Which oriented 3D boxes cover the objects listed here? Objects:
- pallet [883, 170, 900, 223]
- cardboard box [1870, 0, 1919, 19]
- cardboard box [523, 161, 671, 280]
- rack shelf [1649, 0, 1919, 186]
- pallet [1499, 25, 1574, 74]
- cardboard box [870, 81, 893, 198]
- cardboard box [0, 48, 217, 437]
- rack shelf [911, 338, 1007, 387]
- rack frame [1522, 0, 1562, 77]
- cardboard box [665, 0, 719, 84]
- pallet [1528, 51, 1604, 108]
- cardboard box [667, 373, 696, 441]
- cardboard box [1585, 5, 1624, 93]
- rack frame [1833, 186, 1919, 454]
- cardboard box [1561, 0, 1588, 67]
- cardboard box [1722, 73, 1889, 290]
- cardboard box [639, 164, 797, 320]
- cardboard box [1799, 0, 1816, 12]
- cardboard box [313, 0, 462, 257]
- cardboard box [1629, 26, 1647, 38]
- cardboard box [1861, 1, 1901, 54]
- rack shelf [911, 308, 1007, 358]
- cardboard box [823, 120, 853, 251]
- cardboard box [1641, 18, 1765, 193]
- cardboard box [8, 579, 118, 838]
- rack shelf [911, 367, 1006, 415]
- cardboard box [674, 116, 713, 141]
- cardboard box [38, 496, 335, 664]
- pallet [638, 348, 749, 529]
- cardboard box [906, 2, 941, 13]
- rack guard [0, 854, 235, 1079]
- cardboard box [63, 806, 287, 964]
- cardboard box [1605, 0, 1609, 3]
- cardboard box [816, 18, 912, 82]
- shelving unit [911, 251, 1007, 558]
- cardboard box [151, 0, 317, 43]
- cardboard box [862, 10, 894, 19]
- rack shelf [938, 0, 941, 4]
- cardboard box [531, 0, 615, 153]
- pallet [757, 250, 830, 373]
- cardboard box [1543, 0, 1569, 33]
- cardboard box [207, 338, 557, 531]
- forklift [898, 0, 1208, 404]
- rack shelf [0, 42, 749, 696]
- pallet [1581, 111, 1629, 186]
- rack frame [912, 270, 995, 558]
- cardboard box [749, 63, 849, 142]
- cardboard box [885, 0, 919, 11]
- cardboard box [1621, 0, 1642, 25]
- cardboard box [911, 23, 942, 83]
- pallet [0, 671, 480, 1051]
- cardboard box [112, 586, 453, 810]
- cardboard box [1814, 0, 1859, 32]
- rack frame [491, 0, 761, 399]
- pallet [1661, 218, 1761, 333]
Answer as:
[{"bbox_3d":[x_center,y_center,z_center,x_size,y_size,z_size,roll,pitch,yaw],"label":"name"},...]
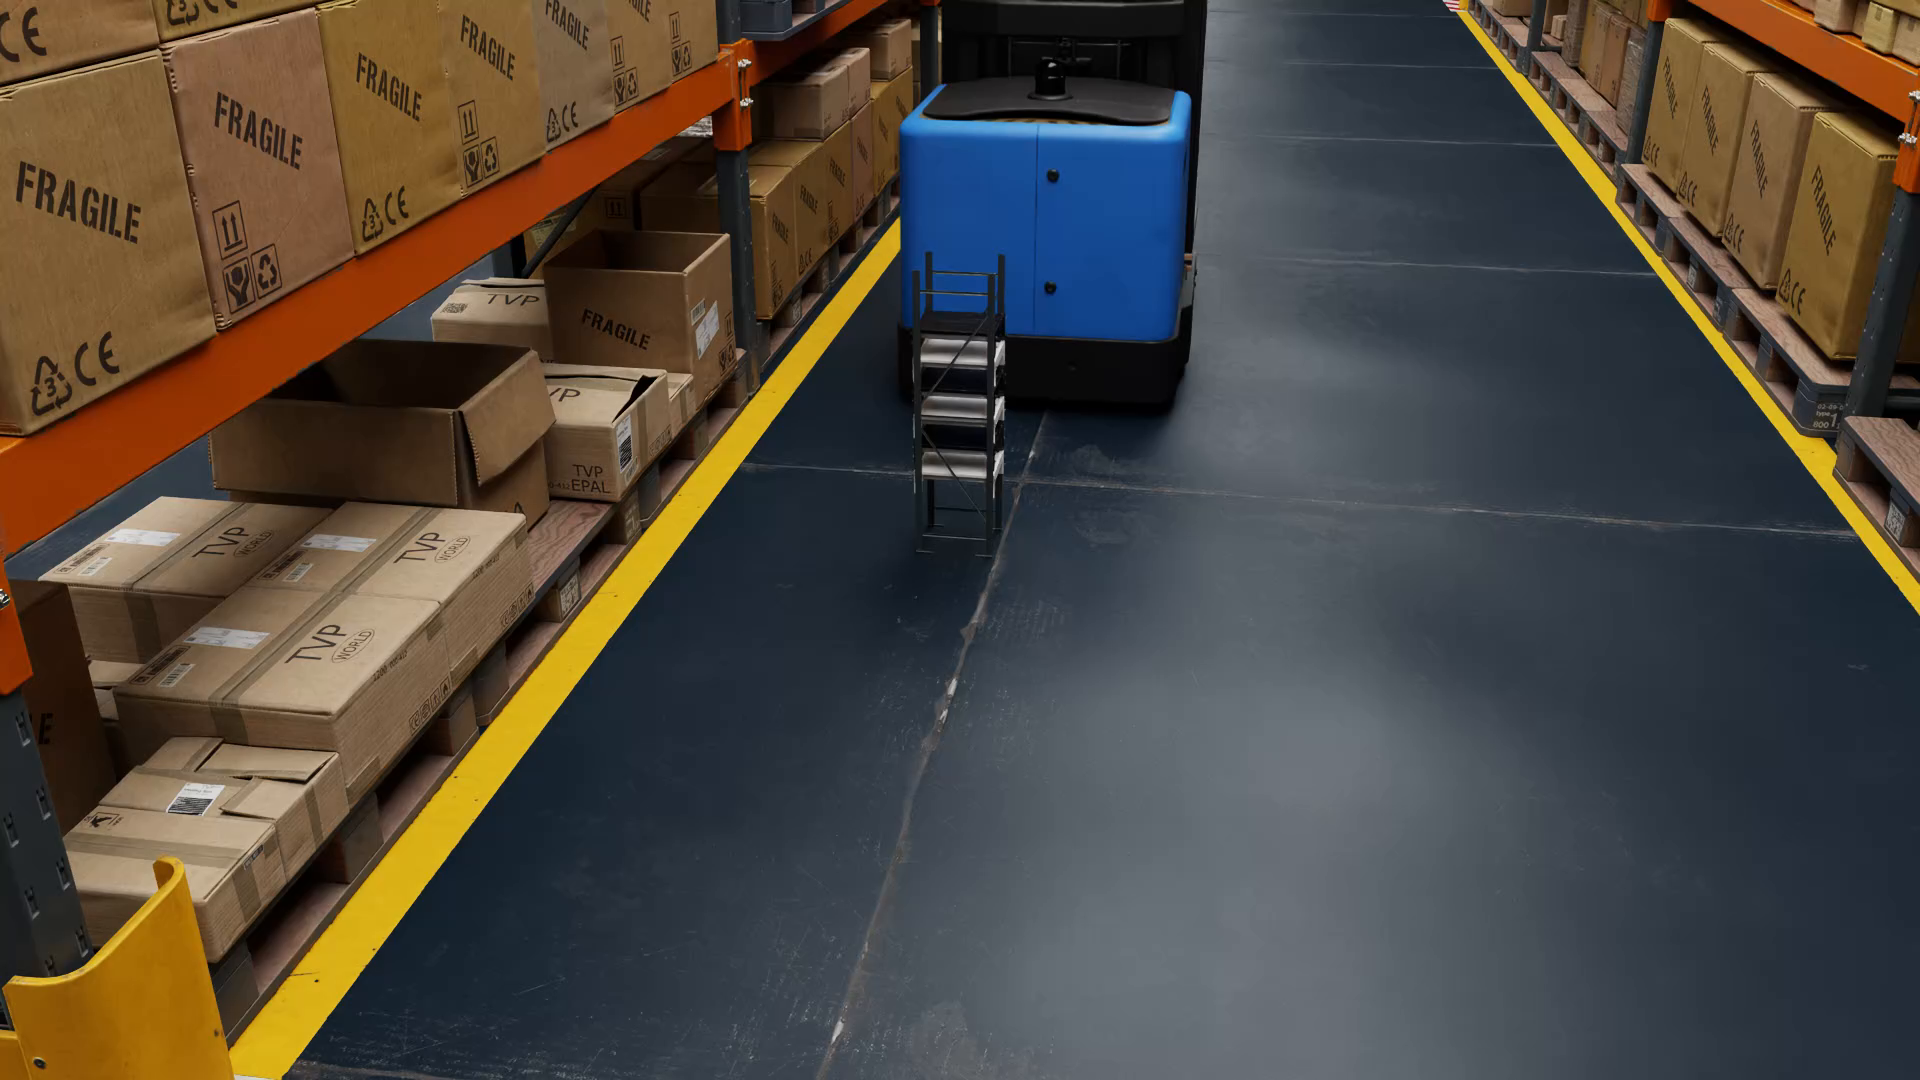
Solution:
[{"bbox_3d":[-0.791,-2.063,9.408,1.003,0.211,1.213,4,25,9],"label":"pallet"},{"bbox_3d":[3.430,-2.020,5.536,0.500,0.500,0.500,4,25,8],"label":"cardboard box"},{"bbox_3d":[-1.487,-1.256,6.824,0.500,0.500,0.500,4,25,8],"label":"cardboard box"},{"bbox_3d":[3.930,-2.132,7.114,1.077,0.370,4.000,4,25,9],"label":"rack shelf"},{"bbox_3d":[4.985,-3.987,13.519,1.003,0.211,1.213,4,25,9],"label":"pallet"},{"bbox_3d":[-0.637,-2.079,8.582,0.500,0.500,0.500,3,25,7],"label":"cardboard box"},{"bbox_3d":[-1.606,-0.502,2.667,0.500,0.500,0.500,5,25,10],"label":"cardboard box"},{"bbox_3d":[-0.001,-0.537,4.990,0.258,0.077,0.200,4,25,9],"label":"rack shelf"},{"bbox_3d":[4.910,-4.967,12.323,1.000,3.000,0.127,4,25,9],"label":"rack frame"},{"bbox_3d":[-1.113,-1.781,5.399,0.500,0.500,0.500,4,25,9],"label":"cardboard box"},{"bbox_3d":[4.784,-3.378,12.218,1.003,0.211,1.213,4,25,9],"label":"pallet"},{"bbox_3d":[-1.100,-0.452,5.520,0.380,0.149,0.250,4,25,9],"label":"cardboard box"},{"bbox_3d":[4.648,-3.295,11.180,0.700,0.500,0.500,4,25,9],"label":"cardboard box"},{"bbox_3d":[3.603,-1.621,5.174,1.000,3.000,0.127,4,25,9],"label":"rack frame"},{"bbox_3d":[4.806,-3.725,12.099,0.700,0.500,0.500,5,26,10],"label":"cardboard box"},{"bbox_3d":[3.723,-1.490,6.936,0.750,0.750,0.750,5,26,10],"label":"cardboard box"},{"bbox_3d":[-0.965,-1.215,6.737,0.500,0.500,0.500,3,25,6],"label":"cardboard box"},{"bbox_3d":[3.630,-2.205,6.696,0.380,0.149,0.250,3,25,7],"label":"cardboard box"},{"bbox_3d":[-1.442,-0.928,3.576,0.500,0.500,0.500,4,25,8],"label":"cardboard box"},{"bbox_3d":[4.522,-2.873,10.279,0.700,0.500,0.500,4,25,8],"label":"cardboard box"},{"bbox_3d":[3.397,-1.784,5.796,0.380,0.149,0.250,4,25,9],"label":"cardboard box"},{"bbox_3d":[-0.001,-0.619,4.952,0.258,0.077,0.200,4,25,9],"label":"rack shelf"},{"bbox_3d":[-0.800,-1.647,7.661,0.500,0.500,0.500,4,25,9],"label":"cardboard box"},{"bbox_3d":[4.007,-2.212,8.478,0.750,0.750,0.750,4,25,8],"label":"cardboard box"},{"bbox_3d":[-2.093,0.399,3.289,0.500,0.500,0.500,4,25,9],"label":"cardboard box"},{"bbox_3d":[-0.001,-0.455,5.028,0.258,0.077,0.200,4,25,9],"label":"rack shelf"},{"bbox_3d":[-1.316,-1.672,7.713,0.500,0.500,0.500,4,25,9],"label":"cardboard box"},{"bbox_3d":[-1.908,0.117,4.187,0.500,0.250,0.500,4,25,9],"label":"cardboard box"},{"bbox_3d":[-1.398,-0.412,5.882,1.003,0.211,1.213,4,25,9],"label":"pallet"},{"bbox_3d":[-0.093,-3.466,11.204,0.500,0.311,0.500,3,25,7],"label":"cardboard box"},{"bbox_3d":[-1.926,0.811,2.928,1.175,0.500,0.348,4,25,9],"label":"rack guard"},{"bbox_3d":[-1.531,0.651,3.165,0.380,0.149,0.250,4,25,9],"label":"cardboard box"},{"bbox_3d":[4.738,-3.880,11.546,0.500,0.250,0.500,3,25,7],"label":"cardboard box"},{"bbox_3d":[-0.558,-2.611,8.835,0.500,0.250,0.500,5,26,11],"label":"cardboard box"},{"bbox_3d":[-0.001,-0.404,5.052,0.258,0.900,0.210,4,25,9],"label":"shelving unit"},{"bbox_3d":[-1.528,-1.174,2.923,0.500,0.500,0.500,4,25,9],"label":"cardboard box"},{"bbox_3d":[-0.710,-3.288,10.823,0.500,0.311,0.500,4,25,8],"label":"cardboard box"},{"bbox_3d":[-0.304,-4.146,11.418,1.077,0.370,4.000,4,25,9],"label":"rack shelf"},{"bbox_3d":[-1.278,-1.350,4.478,0.500,0.500,0.500,5,25,10],"label":"cardboard box"},{"bbox_3d":[-1.189,-1.042,7.228,1.003,0.211,1.213,4,25,9],"label":"pallet"},{"bbox_3d":[5.040,-4.471,13.693,0.500,0.500,0.500,2,25,5],"label":"cardboard box"},{"bbox_3d":[-1.587,-0.245,4.661,0.797,0.503,0.637,4,25,9],"label":"cardboard box"},{"bbox_3d":[0.505,-2.426,6.976,1.130,2.935,3.031,4,25,8],"label":"forklift"},{"bbox_3d":[-1.612,-0.800,4.270,1.077,0.370,4.000,4,25,9],"label":"rack shelf"},{"bbox_3d":[4.386,-2.358,10.038,1.003,0.211,1.213,4,25,9],"label":"pallet"},{"bbox_3d":[-0.018,-0.362,4.961,0.240,0.900,0.006,4,25,9],"label":"rack frame"},{"bbox_3d":[-0.802,-1.973,7.472,0.500,0.250,0.500,4,25,9],"label":"cardboard box"},{"bbox_3d":[-0.541,-3.709,11.721,0.500,0.311,0.500,5,25,10],"label":"cardboard box"},{"bbox_3d":[4.557,-3.455,10.638,0.500,0.250,0.500,4,25,8],"label":"cardboard box"},{"bbox_3d":[-0.256,-3.033,10.278,0.500,0.311,0.500,5,26,10],"label":"cardboard box"},{"bbox_3d":[-1.797,0.608,3.702,1.003,0.211,1.213,4,25,9],"label":"pallet"},{"bbox_3d":[-1.488,0.340,3.711,0.500,0.250,0.500,4,25,9],"label":"cardboard box"},{"bbox_3d":[3.469,-2.004,6.266,0.380,0.149,0.250,4,25,9],"label":"cardboard box"},{"bbox_3d":[-1.285,-1.962,5.904,1.000,3.000,0.127,4,25,9],"label":"rack frame"},{"bbox_3d":[3.852,-1.198,7.560,1.003,0.211,1.213,4,25,9],"label":"pallet"}]
